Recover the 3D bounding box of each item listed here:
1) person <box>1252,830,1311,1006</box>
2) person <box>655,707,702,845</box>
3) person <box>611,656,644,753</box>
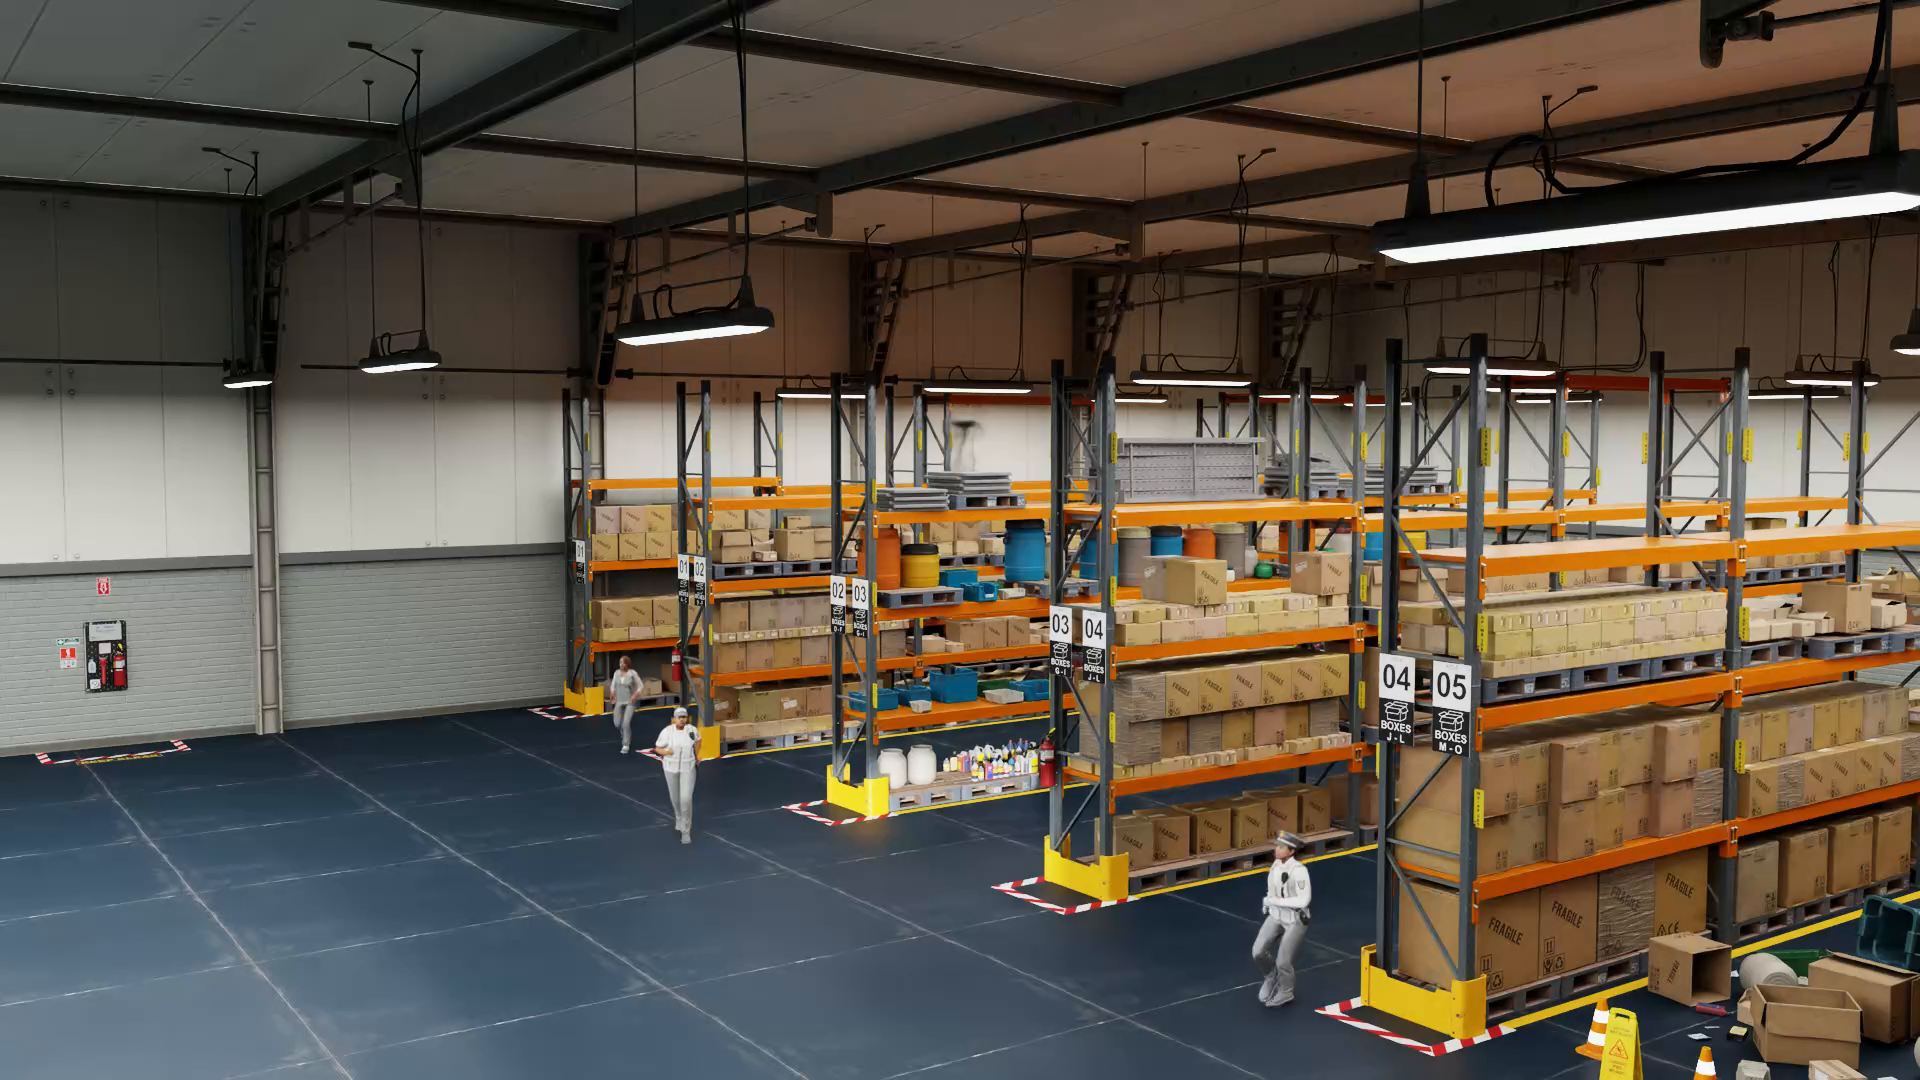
[{"bbox_3d":[2.880,3.389,14.840,0.607,1.653,0.670,-3,5,-43],"label":"person"},{"bbox_3d":[-3.596,2.977,21.251,0.582,1.716,0.826,0,4,-6],"label":"person"},{"bbox_3d":[-5.411,2.656,27.038,0.558,1.574,0.539,0,4,8],"label":"person"}]
